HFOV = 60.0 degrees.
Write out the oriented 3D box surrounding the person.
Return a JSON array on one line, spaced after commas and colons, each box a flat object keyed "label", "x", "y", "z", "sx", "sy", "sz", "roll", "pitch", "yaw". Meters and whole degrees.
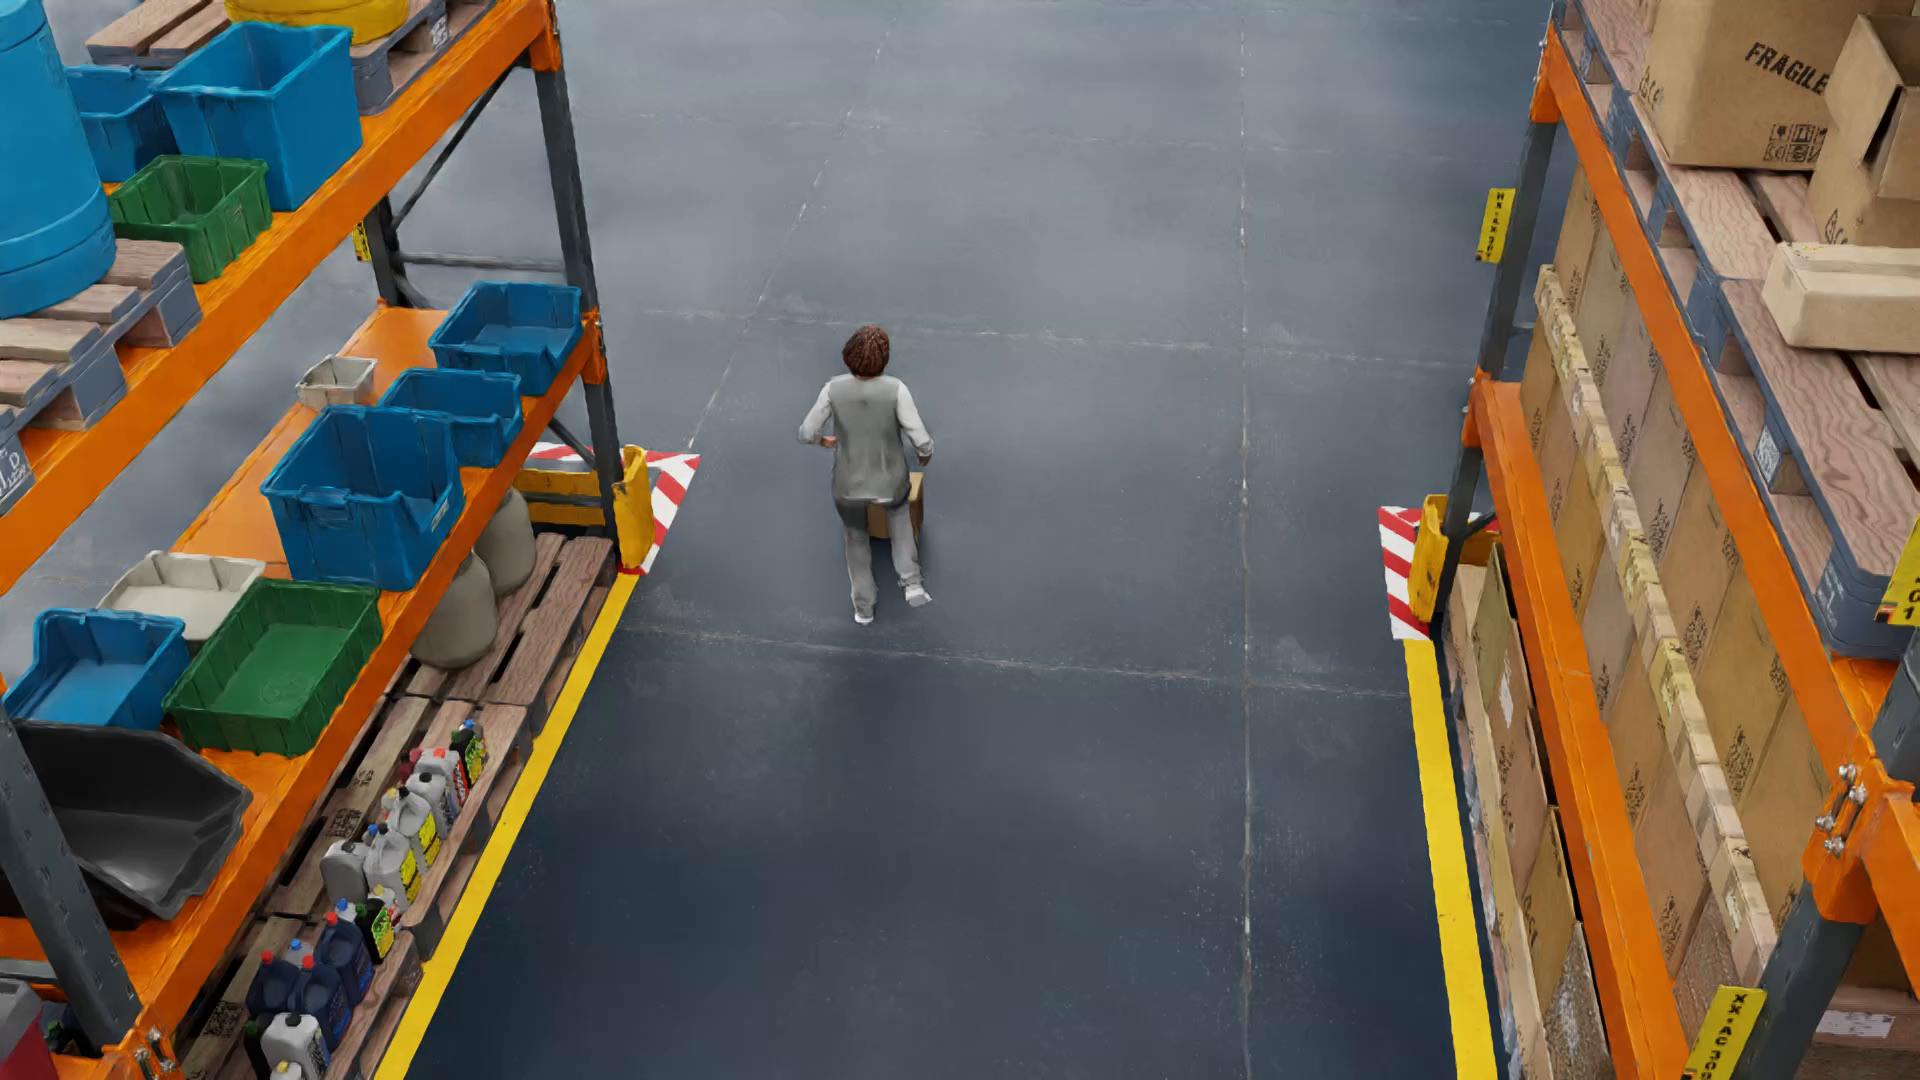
[{"label": "person", "x": -0.420, "y": -0.296, "z": 7.472, "sx": 0.585, "sy": 1.567, "sz": 0.439, "roll": -3, "pitch": 37, "yaw": -4}]
